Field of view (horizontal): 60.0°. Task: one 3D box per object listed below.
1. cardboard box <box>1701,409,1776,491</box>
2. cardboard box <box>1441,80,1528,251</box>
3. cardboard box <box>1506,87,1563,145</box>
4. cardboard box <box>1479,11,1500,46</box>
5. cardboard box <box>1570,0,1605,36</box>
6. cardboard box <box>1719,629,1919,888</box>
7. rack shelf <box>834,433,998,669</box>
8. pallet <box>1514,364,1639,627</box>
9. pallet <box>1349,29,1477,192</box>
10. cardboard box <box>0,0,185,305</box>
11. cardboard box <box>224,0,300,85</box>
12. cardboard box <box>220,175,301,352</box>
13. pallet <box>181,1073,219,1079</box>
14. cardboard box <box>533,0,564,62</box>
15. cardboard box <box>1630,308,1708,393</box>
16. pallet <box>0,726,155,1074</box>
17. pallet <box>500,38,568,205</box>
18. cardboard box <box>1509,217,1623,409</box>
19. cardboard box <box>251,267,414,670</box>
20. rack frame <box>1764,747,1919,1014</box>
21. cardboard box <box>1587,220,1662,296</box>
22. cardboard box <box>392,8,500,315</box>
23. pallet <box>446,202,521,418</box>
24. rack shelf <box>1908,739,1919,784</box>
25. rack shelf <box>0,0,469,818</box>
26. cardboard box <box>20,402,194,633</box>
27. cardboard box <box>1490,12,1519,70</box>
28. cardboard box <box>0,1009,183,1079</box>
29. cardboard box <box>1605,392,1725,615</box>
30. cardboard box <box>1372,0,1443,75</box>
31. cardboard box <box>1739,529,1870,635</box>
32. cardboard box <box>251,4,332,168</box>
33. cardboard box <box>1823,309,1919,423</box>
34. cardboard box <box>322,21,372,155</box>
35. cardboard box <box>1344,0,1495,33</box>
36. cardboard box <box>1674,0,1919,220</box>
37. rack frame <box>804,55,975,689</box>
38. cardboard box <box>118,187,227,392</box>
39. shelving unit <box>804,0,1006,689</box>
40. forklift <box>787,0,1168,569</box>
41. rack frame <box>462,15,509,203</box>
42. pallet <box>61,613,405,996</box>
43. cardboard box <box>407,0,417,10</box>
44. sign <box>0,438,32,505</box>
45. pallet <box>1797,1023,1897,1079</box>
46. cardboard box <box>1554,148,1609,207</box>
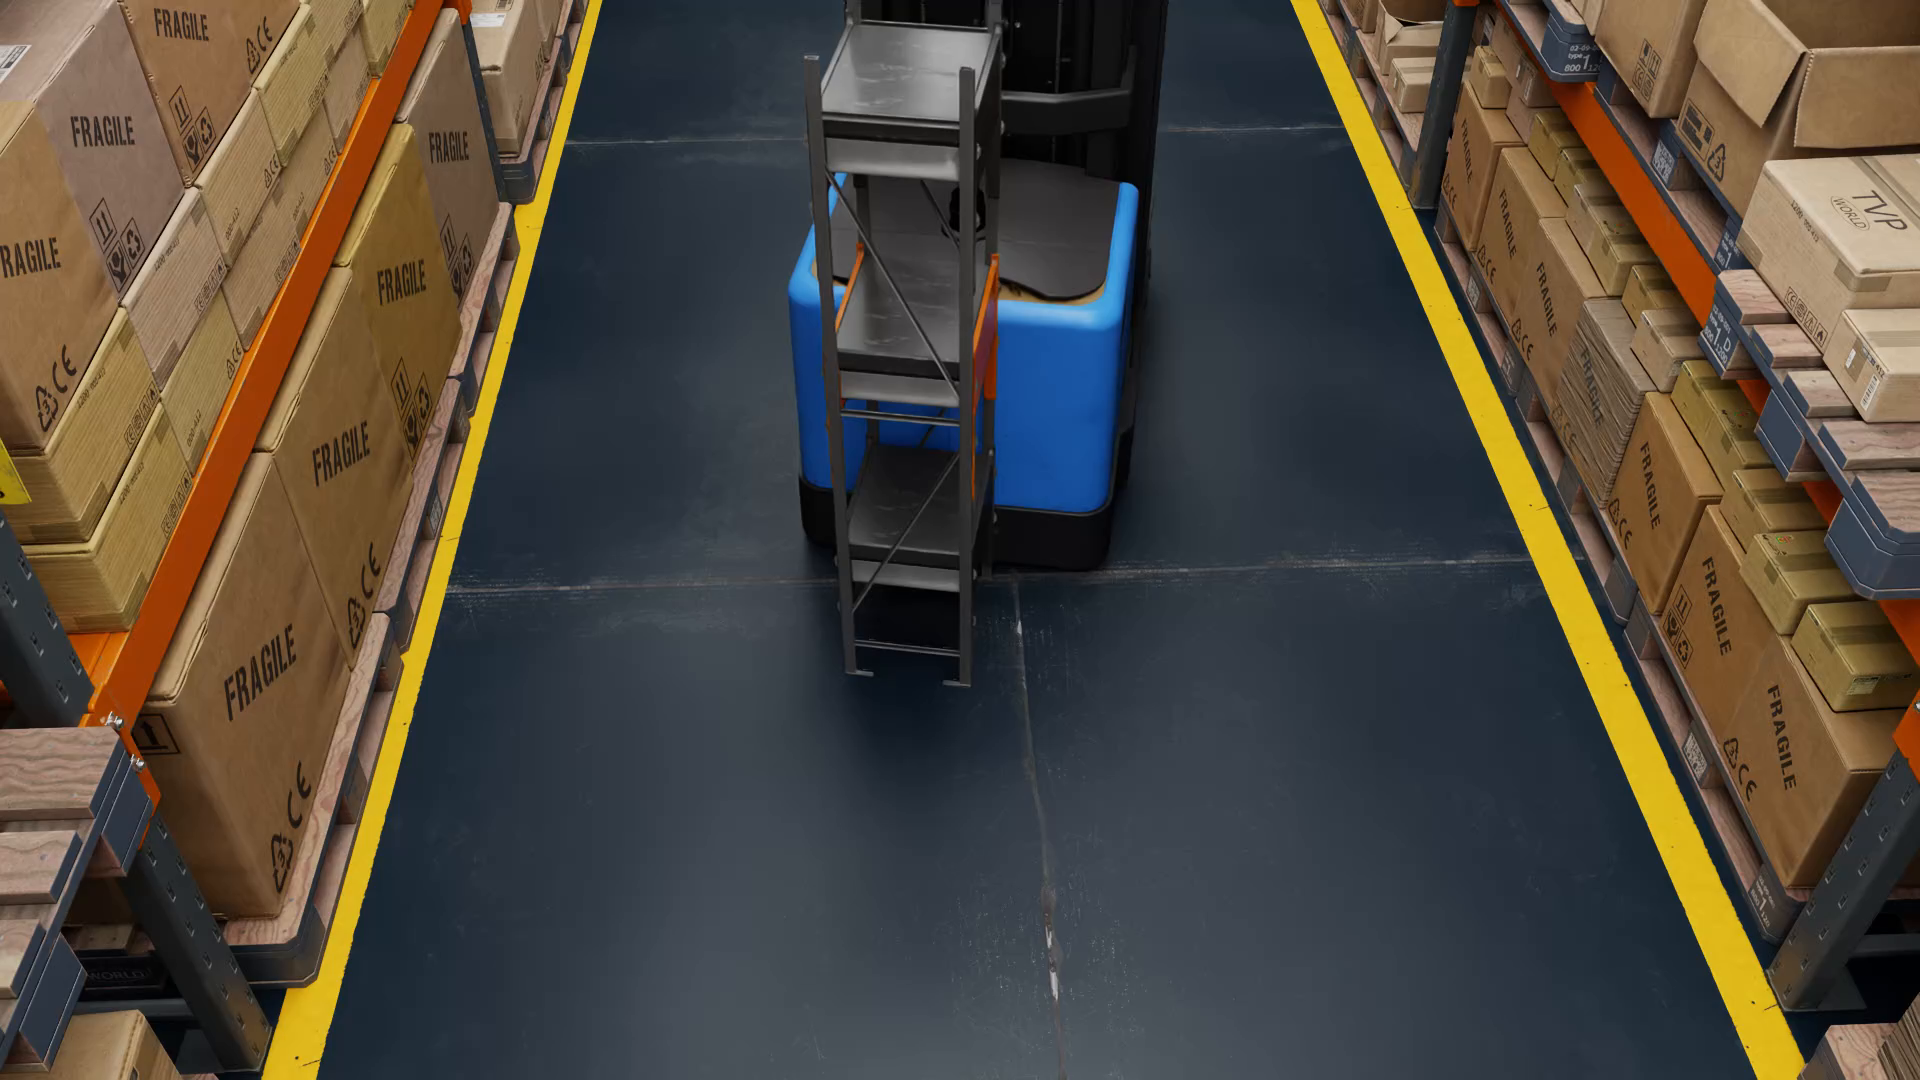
[{"bbox_3d":[2.417,-0.252,4.864,0.380,0.149,0.250,0,43,-1],"label":"cardboard box"},{"bbox_3d":[2.293,-1.512,6.719,0.500,0.500,0.500,0,43,0],"label":"cardboard box"},{"bbox_3d":[2.335,-1.650,6.389,0.380,0.149,0.250,-3,43,-3],"label":"cardboard box"},{"bbox_3d":[2.705,-2.228,7.640,0.500,0.311,0.500,0,43,0],"label":"cardboard box"},{"bbox_3d":[2.173,-1.768,5.248,0.396,0.266,0.258,0,43,0],"label":"cardboard box"},{"bbox_3d":[2.434,0.576,4.441,0.500,0.500,0.500,-1,43,-1],"label":"cardboard box"},{"bbox_3d":[-0.128,0.032,5.217,0.431,0.518,0.480,6,43,6],"label":"rack shelf"},{"bbox_3d":[2.624,-0.210,5.823,1.003,0.211,1.213,-2,43,-2],"label":"pallet"},{"bbox_3d":[2.469,-2.048,7.828,1.003,0.211,1.213,-2,43,-2],"label":"pallet"},{"bbox_3d":[-2.099,-0.847,3.640,0.500,0.500,0.500,-1,43,-2],"label":"cardboard box"},{"bbox_3d":[-2.124,-1.537,4.393,0.500,0.500,0.500,-1,43,-1],"label":"cardboard box"},{"bbox_3d":[-2.117,-0.750,4.459,0.500,0.250,0.500,0,43,0],"label":"cardboard box"},{"bbox_3d":[-2.260,1.789,3.642,1.003,0.211,1.213,-2,43,-2],"label":"pallet"},{"bbox_3d":[-2.420,-2.709,8.071,0.875,0.438,0.875,-3,43,-3],"label":"cardboard box"},{"bbox_3d":[2.365,-0.606,5.251,0.380,0.149,0.250,-4,43,-4],"label":"cardboard box"},{"bbox_3d":[-2.155,0.782,2.819,1.213,0.211,1.003,-2,43,-2],"label":"pallet"},{"bbox_3d":[-2.416,-1.955,7.726,1.003,0.211,1.213,-2,43,-2],"label":"pallet"},{"bbox_3d":[2.342,-0.816,5.960,0.500,0.500,0.500,-3,43,-3],"label":"cardboard box"},{"bbox_3d":[-2.272,-0.209,5.020,0.875,0.875,0.875,-1,43,-1],"label":"cardboard box"},{"bbox_3d":[2.667,0.088,3.434,1.000,3.000,0.127,-2,43,-2],"label":"rack frame"},{"bbox_3d":[2.365,-0.955,5.631,0.380,0.149,0.250,0,43,0],"label":"cardboard box"},{"bbox_3d":[-2.356,-1.422,6.344,0.875,0.875,0.875,0,43,0],"label":"cardboard box"},{"bbox_3d":[-2.354,-0.920,6.598,1.003,0.211,1.213,-2,43,-2],"label":"pallet"},{"bbox_3d":[2.752,1.704,2.204,1.077,0.370,4.000,-2,43,-2],"label":"rack shelf"},{"bbox_3d":[-2.377,-0.852,4.992,1.077,0.370,4.000,-2,43,-2],"label":"rack shelf"},{"bbox_3d":[-2.062,-0.049,3.695,0.500,0.250,0.500,-2,43,-3],"label":"cardboard box"},{"bbox_3d":[2.307,-1.946,6.492,0.380,0.149,0.250,-2,43,-3],"label":"cardboard box"},{"bbox_3d":[-2.278,1.429,3.605,0.950,0.372,0.625,-4,43,-5],"label":"cardboard box"},{"bbox_3d":[2.399,-0.116,5.195,0.500,0.500,0.500,0,43,0],"label":"cardboard box"},{"bbox_3d":[2.165,-2.368,7.826,0.396,0.266,0.258,0,43,0],"label":"cardboard box"},{"bbox_3d":[2.350,0.106,4.473,0.380,0.149,0.250,-4,43,-4],"label":"cardboard box"},{"bbox_3d":[-2.105,-1.273,4.660,0.500,0.250,0.500,-1,43,-1],"label":"cardboard box"},{"bbox_3d":[2.256,-0.406,3.849,0.380,0.149,0.250,-1,43,-1],"label":"cardboard box"},{"bbox_3d":[-2.168,-1.431,5.202,0.500,0.250,0.500,-3,43,-3],"label":"cardboard box"},{"bbox_3d":[2.300,-2.851,8.180,0.700,0.500,0.500,-3,43,-3],"label":"cardboard box"},{"bbox_3d":[2.413,-1.201,4.453,0.797,0.503,0.637,-3,43,-3],"label":"cardboard box"},{"bbox_3d":[-0.164,-0.331,4.557,0.400,2.100,0.015,6,43,6],"label":"rack frame"},{"bbox_3d":[-2.088,-0.594,3.919,0.500,0.250,0.500,-1,43,-1],"label":"cardboard box"},{"bbox_3d":[-0.128,-0.494,4.735,0.431,2.100,0.503,6,43,6],"label":"shelving unit"},{"bbox_3d":[0.189,-1.984,5.746,1.130,2.935,3.031,6,43,6],"label":"forklift"},{"bbox_3d":[-2.462,-2.467,6.222,1.000,3.000,0.127,-2,43,-2],"label":"rack frame"},{"bbox_3d":[-2.250,0.727,4.801,1.003,0.211,1.213,-2,43,-2],"label":"pallet"},{"bbox_3d":[-2.191,-2.116,5.950,0.500,0.250,0.500,-3,43,-3],"label":"cardboard box"},{"bbox_3d":[-1.750,-0.186,2.935,0.100,0.325,0.005,-2,43,-2],"label":"sign"},{"bbox_3d":[2.663,1.673,3.768,1.003,0.211,1.213,-2,43,-2],"label":"pallet"},{"bbox_3d":[2.383,-1.292,5.999,0.380,0.149,0.250,-2,43,-3],"label":"cardboard box"}]
